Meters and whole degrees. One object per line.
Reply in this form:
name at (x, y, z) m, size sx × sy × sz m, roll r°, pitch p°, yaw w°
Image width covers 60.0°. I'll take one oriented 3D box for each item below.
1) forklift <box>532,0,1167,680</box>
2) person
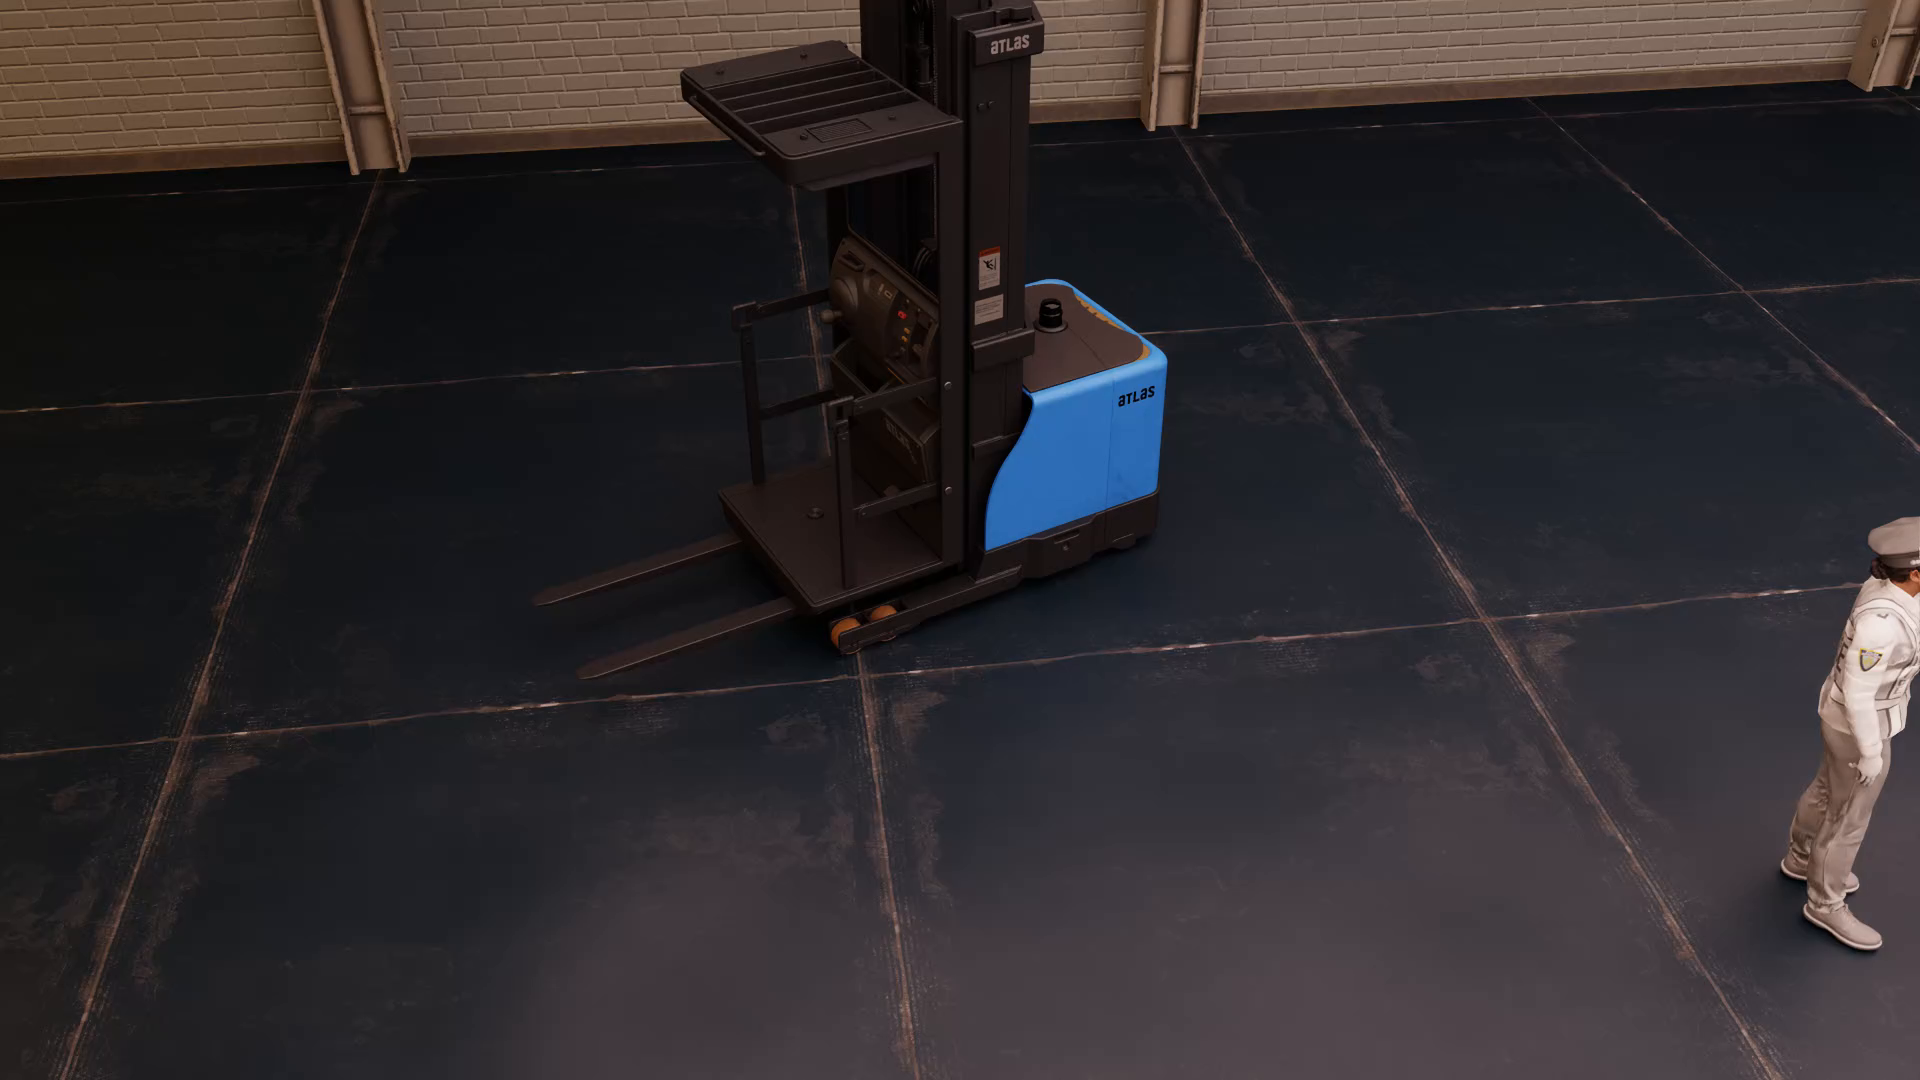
forklift at (-0.526, -1.008, 7.419) m, size 3.031 × 2.935 × 1.130 m, roll -19°, pitch 40°, yaw -24°
person at (3.403, 0.676, 6.135) m, size 0.530 × 1.694 × 0.587 m, roll 18°, pitch 40°, yaw 24°
